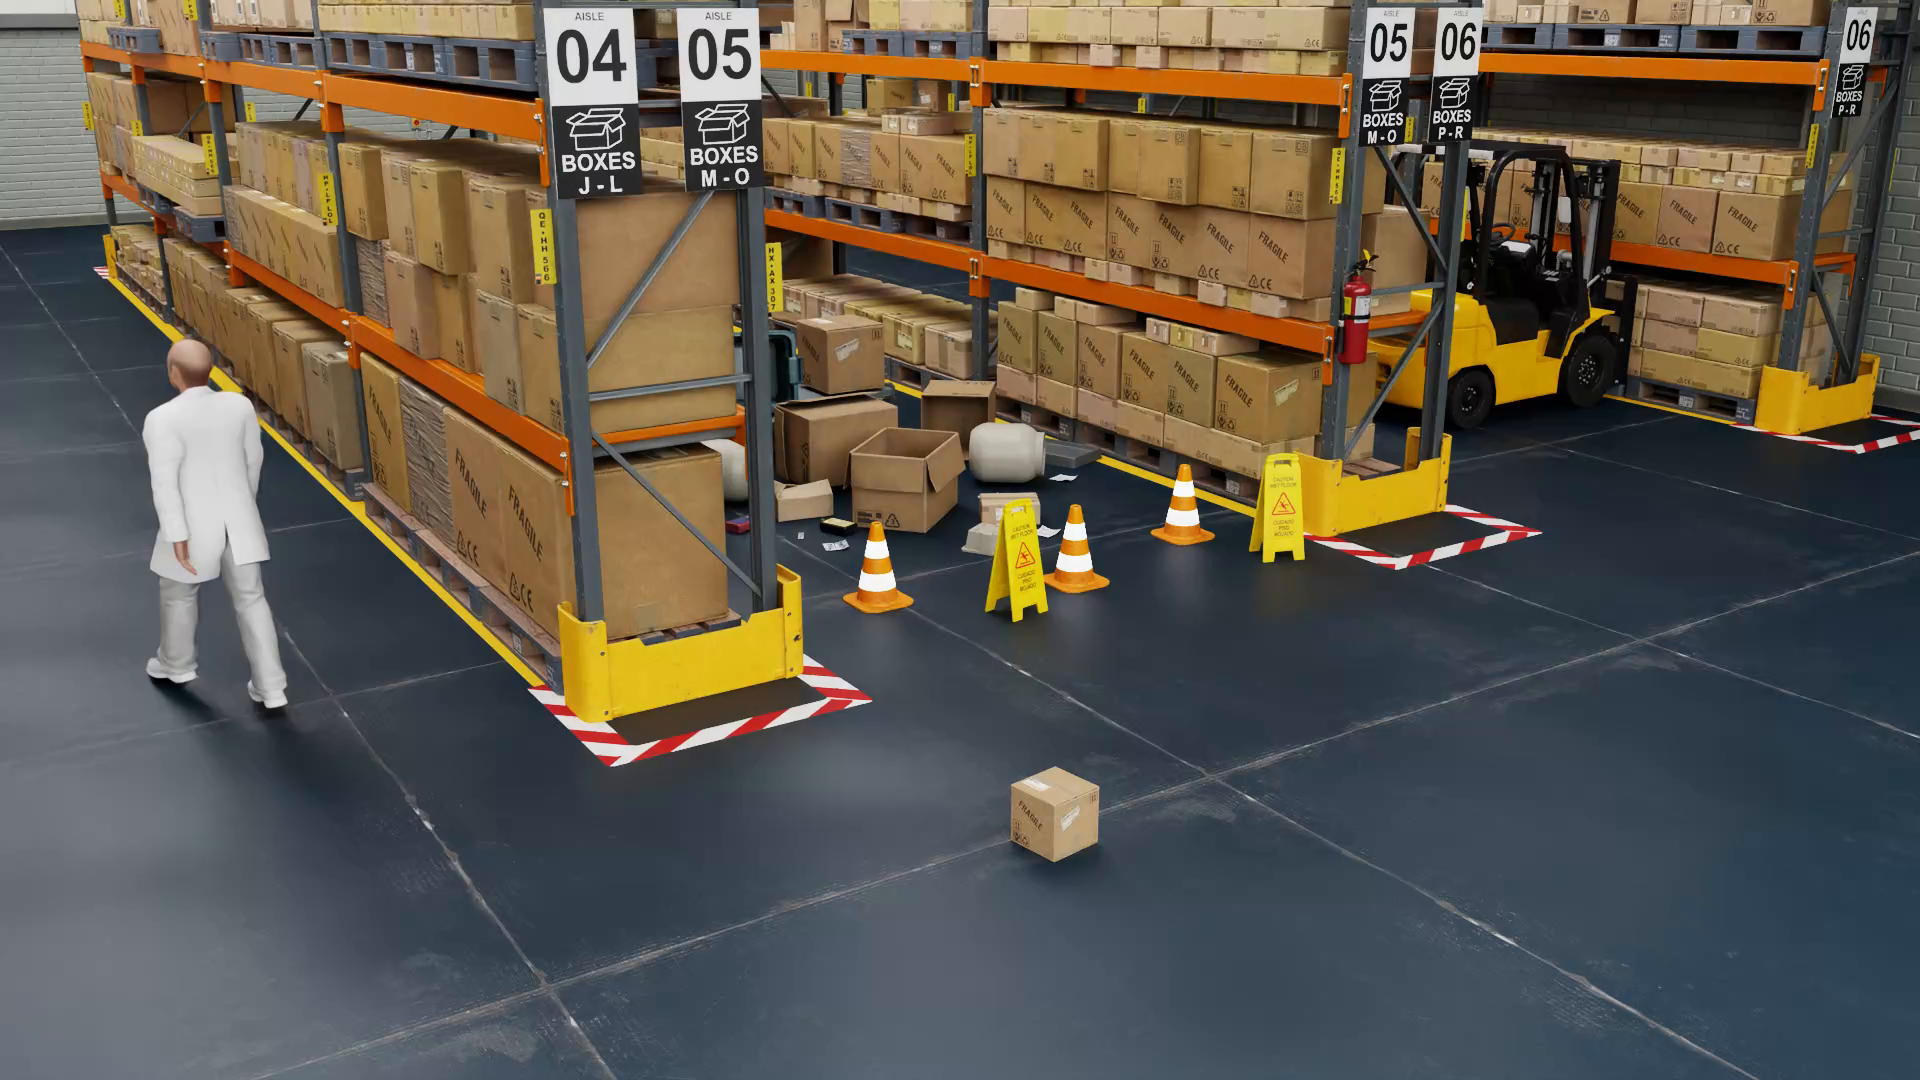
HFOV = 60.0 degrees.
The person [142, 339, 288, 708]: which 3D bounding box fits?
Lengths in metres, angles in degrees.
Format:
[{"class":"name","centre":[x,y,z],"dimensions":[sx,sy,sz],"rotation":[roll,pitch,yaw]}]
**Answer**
[{"class":"person","centre":[-3.572,-0.108,7.856],"dimensions":[1.034,1.733,0.584],"rotation":[16,24,40]}]
